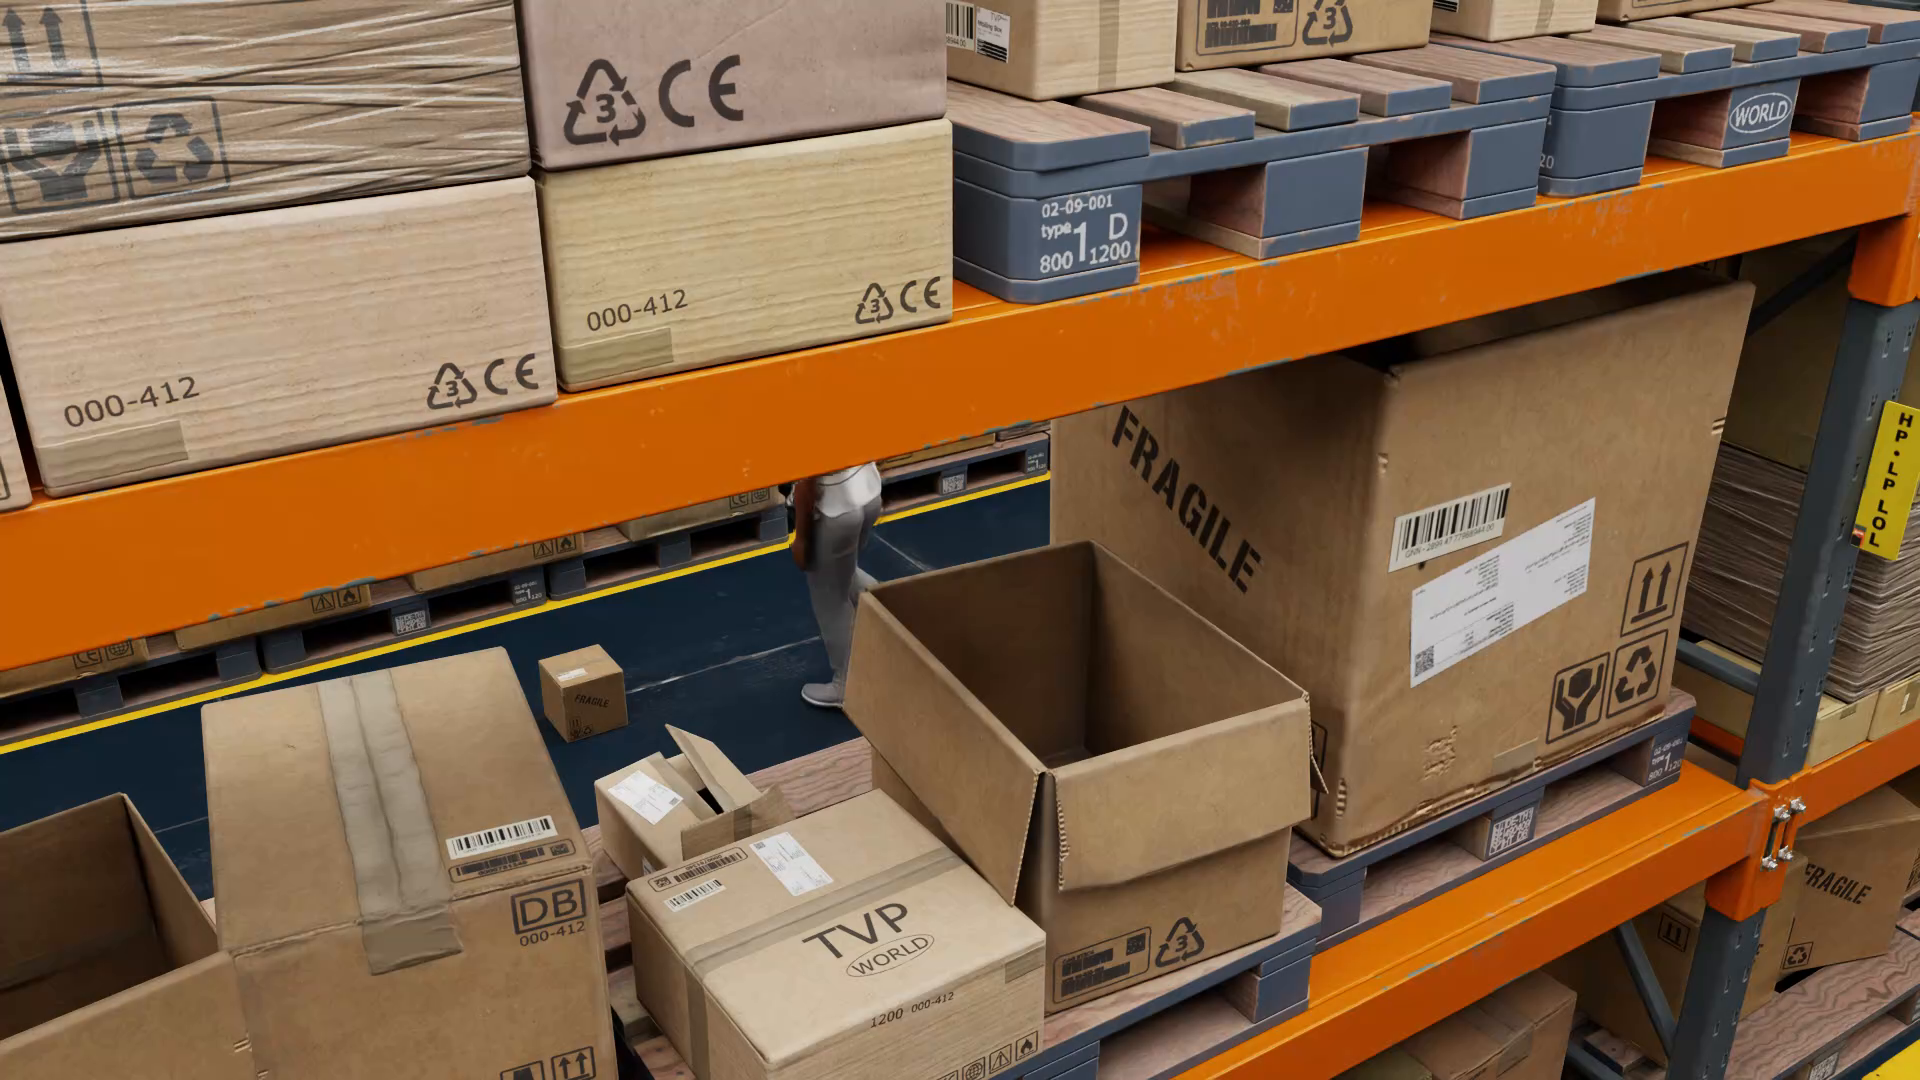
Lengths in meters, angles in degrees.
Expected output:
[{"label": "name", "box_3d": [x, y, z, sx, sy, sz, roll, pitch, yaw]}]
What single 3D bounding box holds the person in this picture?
[{"label": "person", "box_3d": [-0.414, -0.110, 6.308, 0.496, 1.665, 0.534, 11, 27, 21]}]
